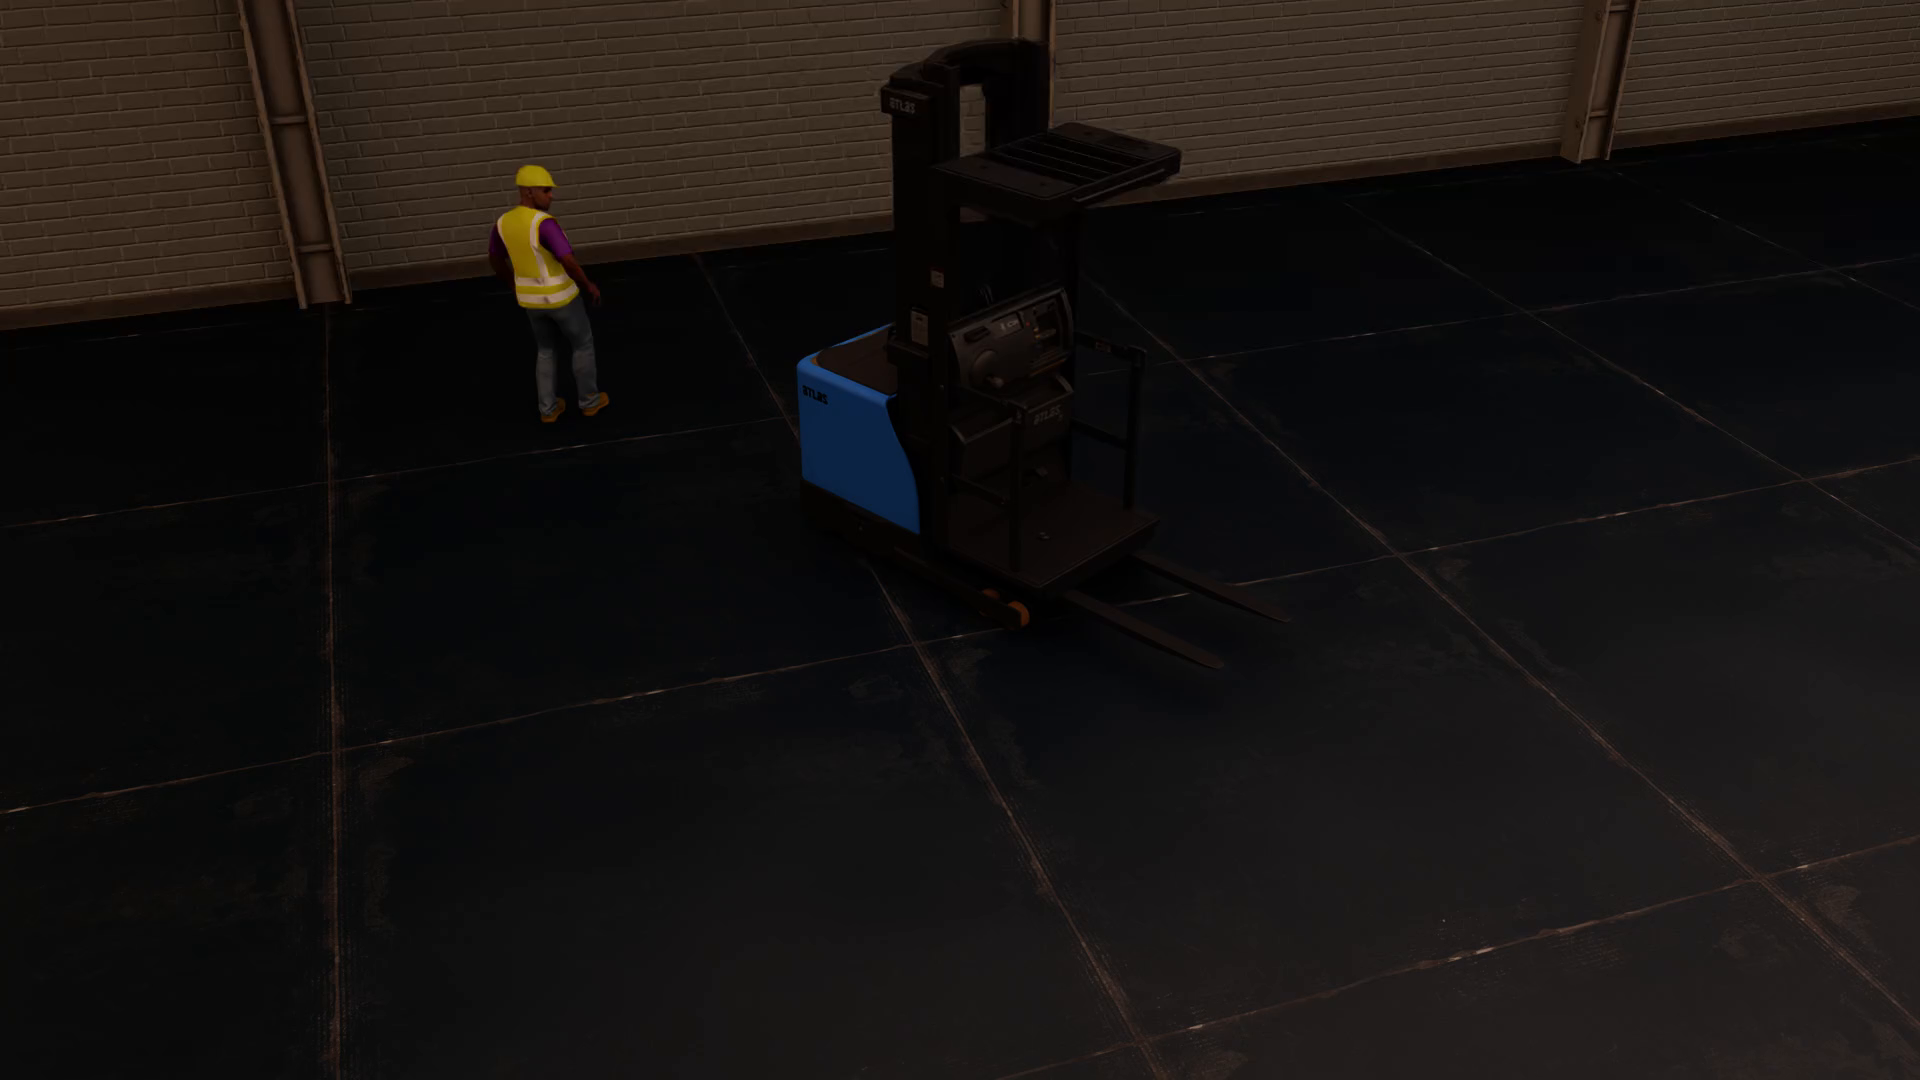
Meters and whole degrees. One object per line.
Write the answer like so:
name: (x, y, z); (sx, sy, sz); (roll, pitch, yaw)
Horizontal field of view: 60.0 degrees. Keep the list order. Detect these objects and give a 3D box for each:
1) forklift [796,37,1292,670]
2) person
forklift: (0.443, -1.061, 8.931); (3.031, 2.935, 1.130); (25, 38, 37)
person: (-2.741, -1.656, 11.161); (0.785, 1.739, 0.519); (11, 32, 19)
